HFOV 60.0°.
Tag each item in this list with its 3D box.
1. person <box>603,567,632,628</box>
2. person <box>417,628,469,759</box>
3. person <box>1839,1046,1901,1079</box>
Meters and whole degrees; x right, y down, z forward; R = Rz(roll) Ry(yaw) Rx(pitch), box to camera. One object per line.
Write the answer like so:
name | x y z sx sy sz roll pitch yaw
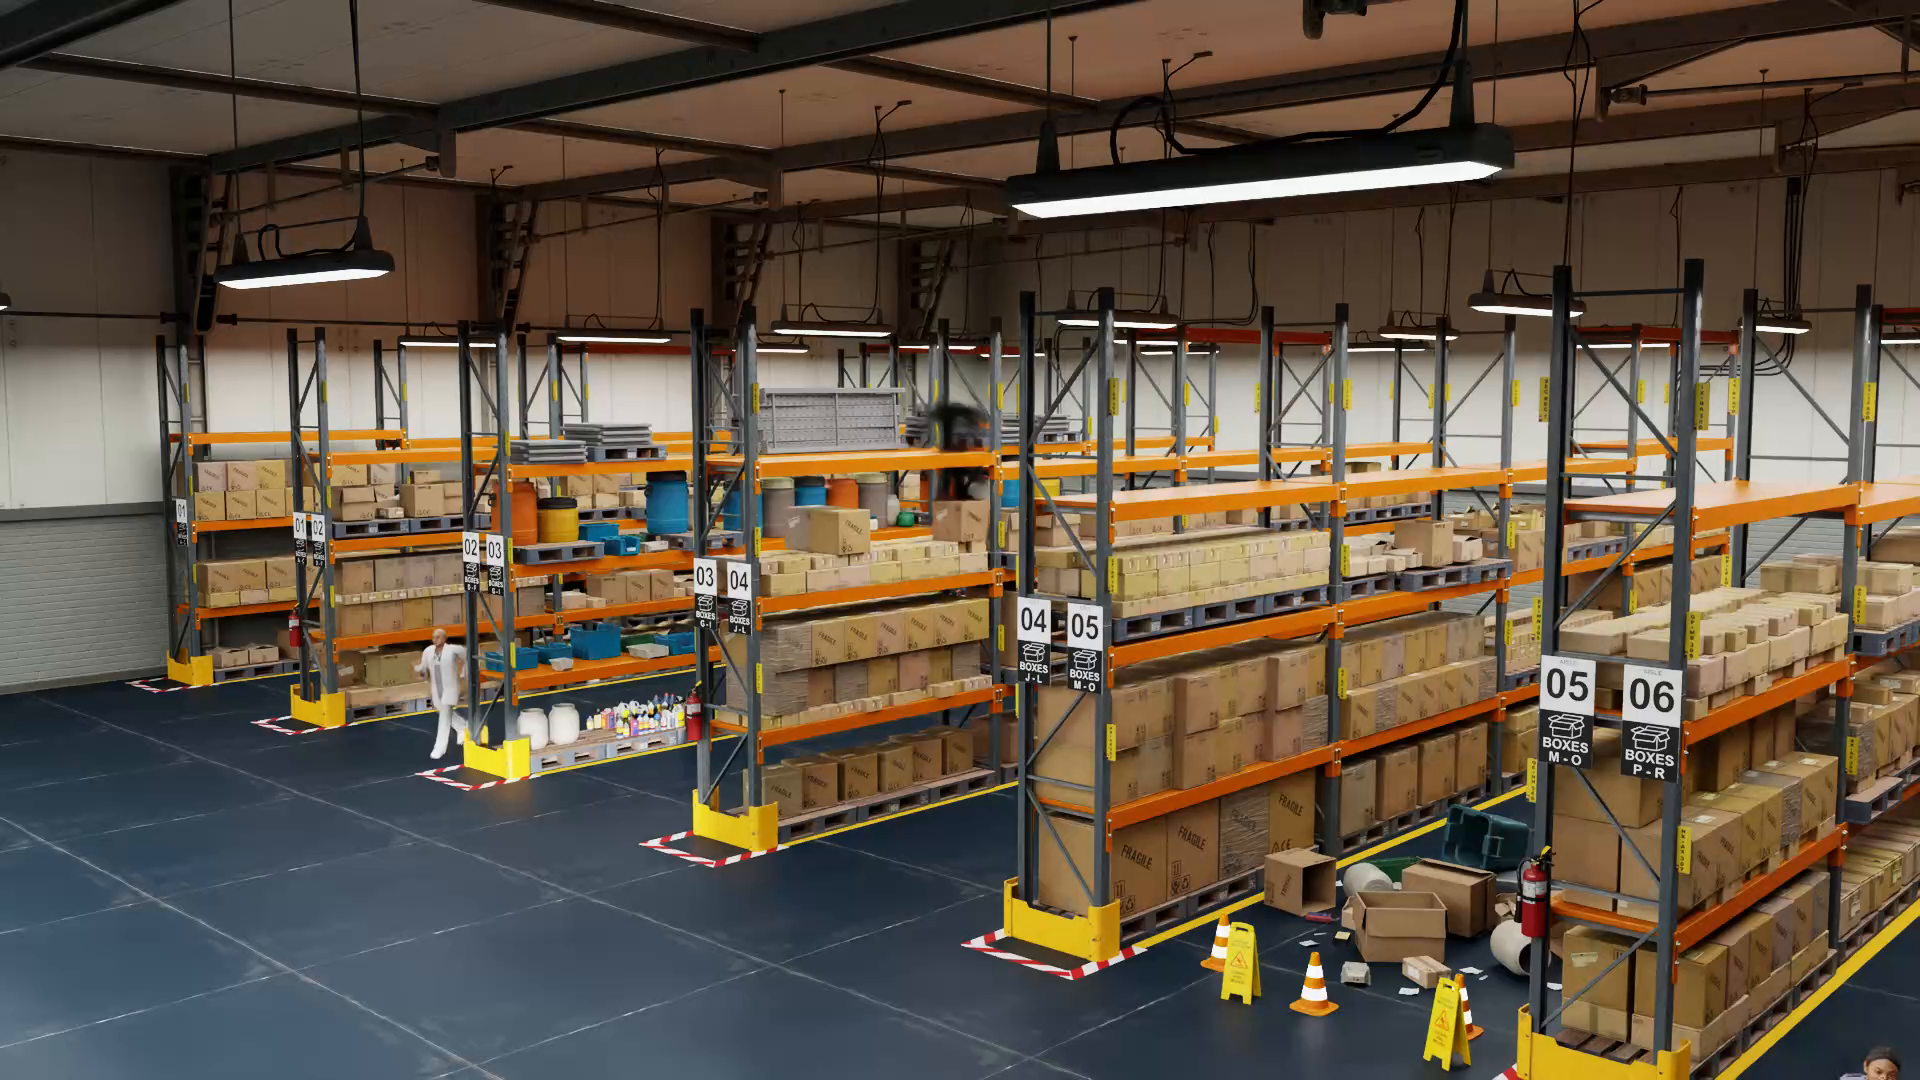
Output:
person | -6.682 1.291 32.526 0.494 1.708 0.789 3 6 33
person | -7.187 2.072 23.231 0.670 1.721 1.041 2 6 17
person | 5.065 3.513 9.251 0.670 1.576 0.660 5 7 42
